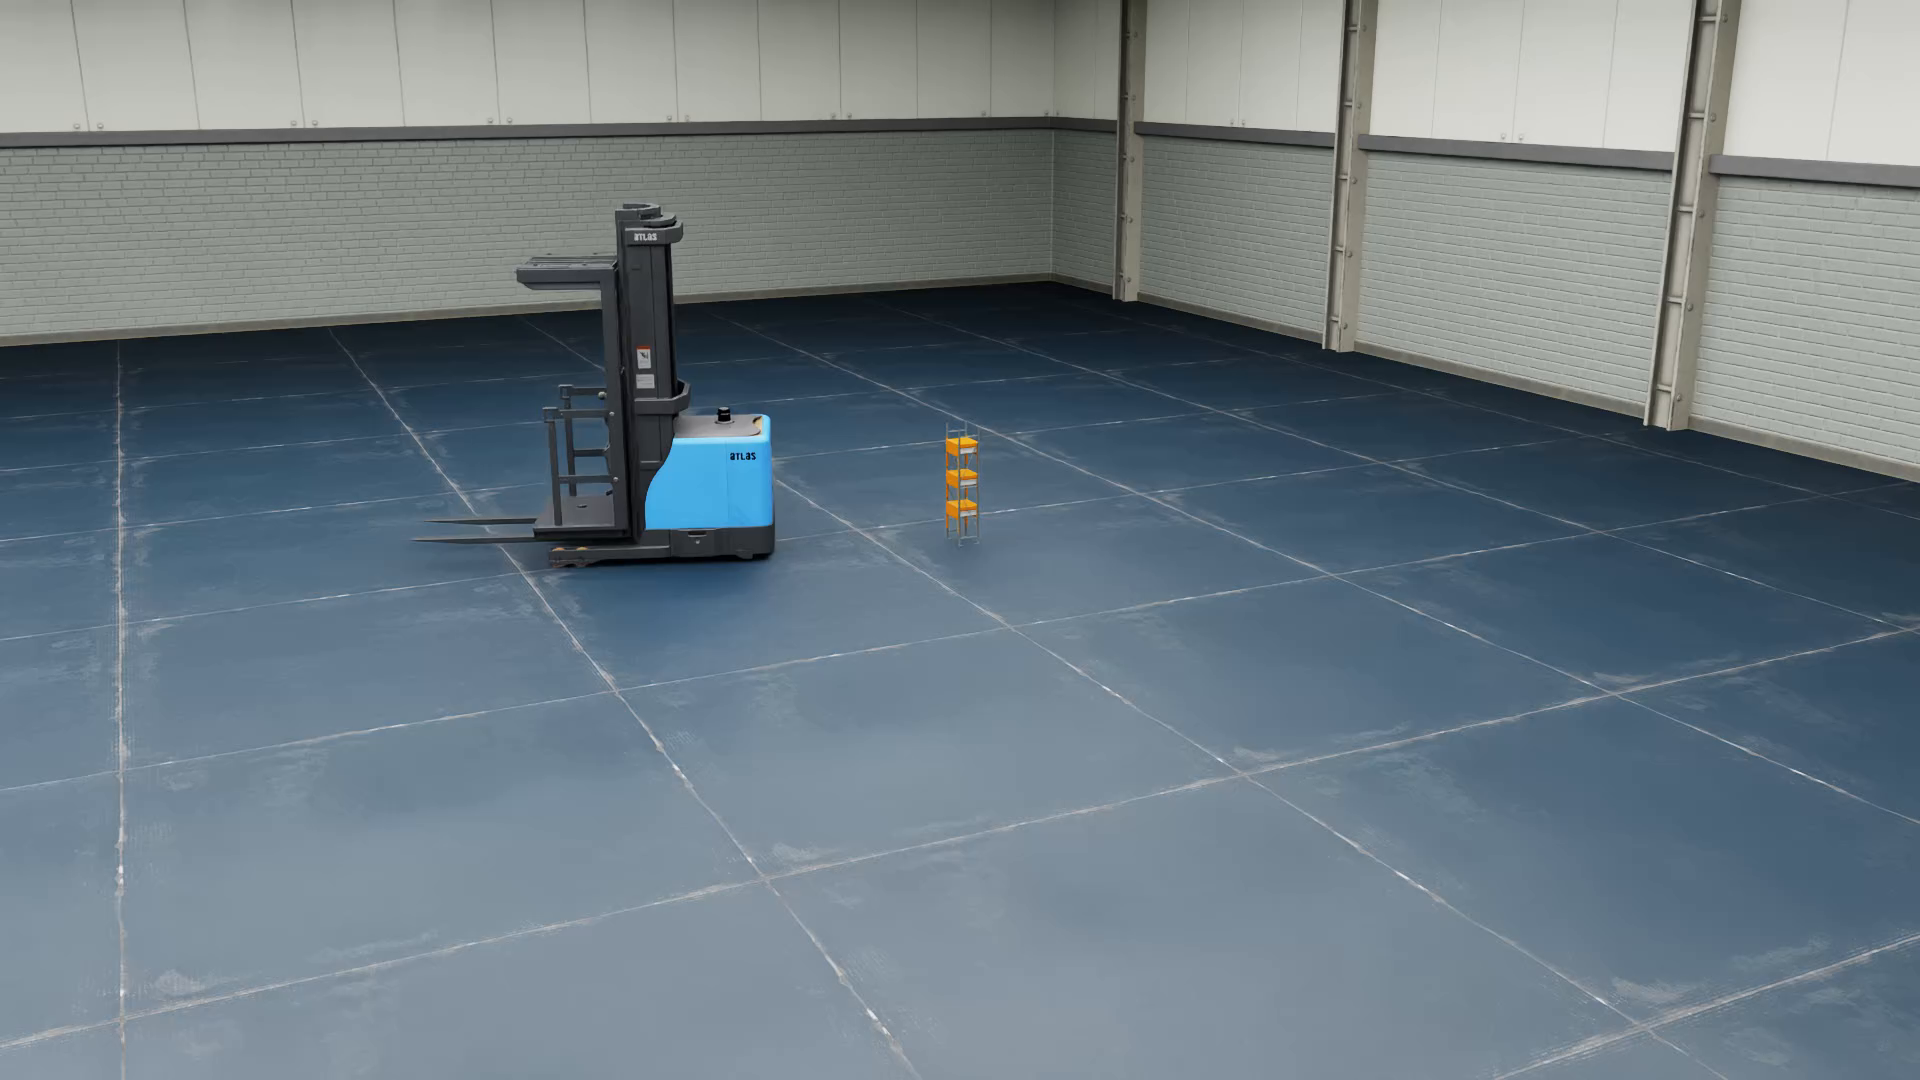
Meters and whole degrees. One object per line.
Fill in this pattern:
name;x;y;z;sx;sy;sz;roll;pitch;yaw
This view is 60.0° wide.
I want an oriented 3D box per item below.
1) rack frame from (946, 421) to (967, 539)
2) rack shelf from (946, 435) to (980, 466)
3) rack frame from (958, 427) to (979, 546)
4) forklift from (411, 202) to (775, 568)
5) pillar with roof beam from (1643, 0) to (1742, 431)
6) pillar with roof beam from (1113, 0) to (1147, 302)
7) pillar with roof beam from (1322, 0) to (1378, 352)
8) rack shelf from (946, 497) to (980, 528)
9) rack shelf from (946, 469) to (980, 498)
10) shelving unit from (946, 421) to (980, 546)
rack frame;-0.030;-0.522;14.665;0.200;1.050;0.008;-8;18;-25
rack shelf;0.023;-0.754;14.484;0.215;0.259;0.240;-8;18;-25
rack frame;0.077;-0.461;14.454;0.200;1.050;0.008;-8;18;-25
forklift;-3.134;-1.328;14.066;3.031;2.935;1.130;-2;16;-5
pillar with roof beam;4.346;-5.126;16.298;9.100;9.000;0.400;-8;18;-25
pillar with roof beam;-0.911;-8.101;26.667;9.100;9.000;0.400;-8;18;-25
pillar with roof beam;1.718;-6.613;21.483;9.100;9.000;0.400;-8;18;-25
rack shelf;0.023;-0.214;14.639;0.215;0.259;0.240;-8;18;-25
rack shelf;0.023;-0.481;14.563;0.215;0.259;0.240;-8;18;-25
shelving unit;0.023;-0.491;14.560;0.215;1.050;0.252;-8;18;-25
